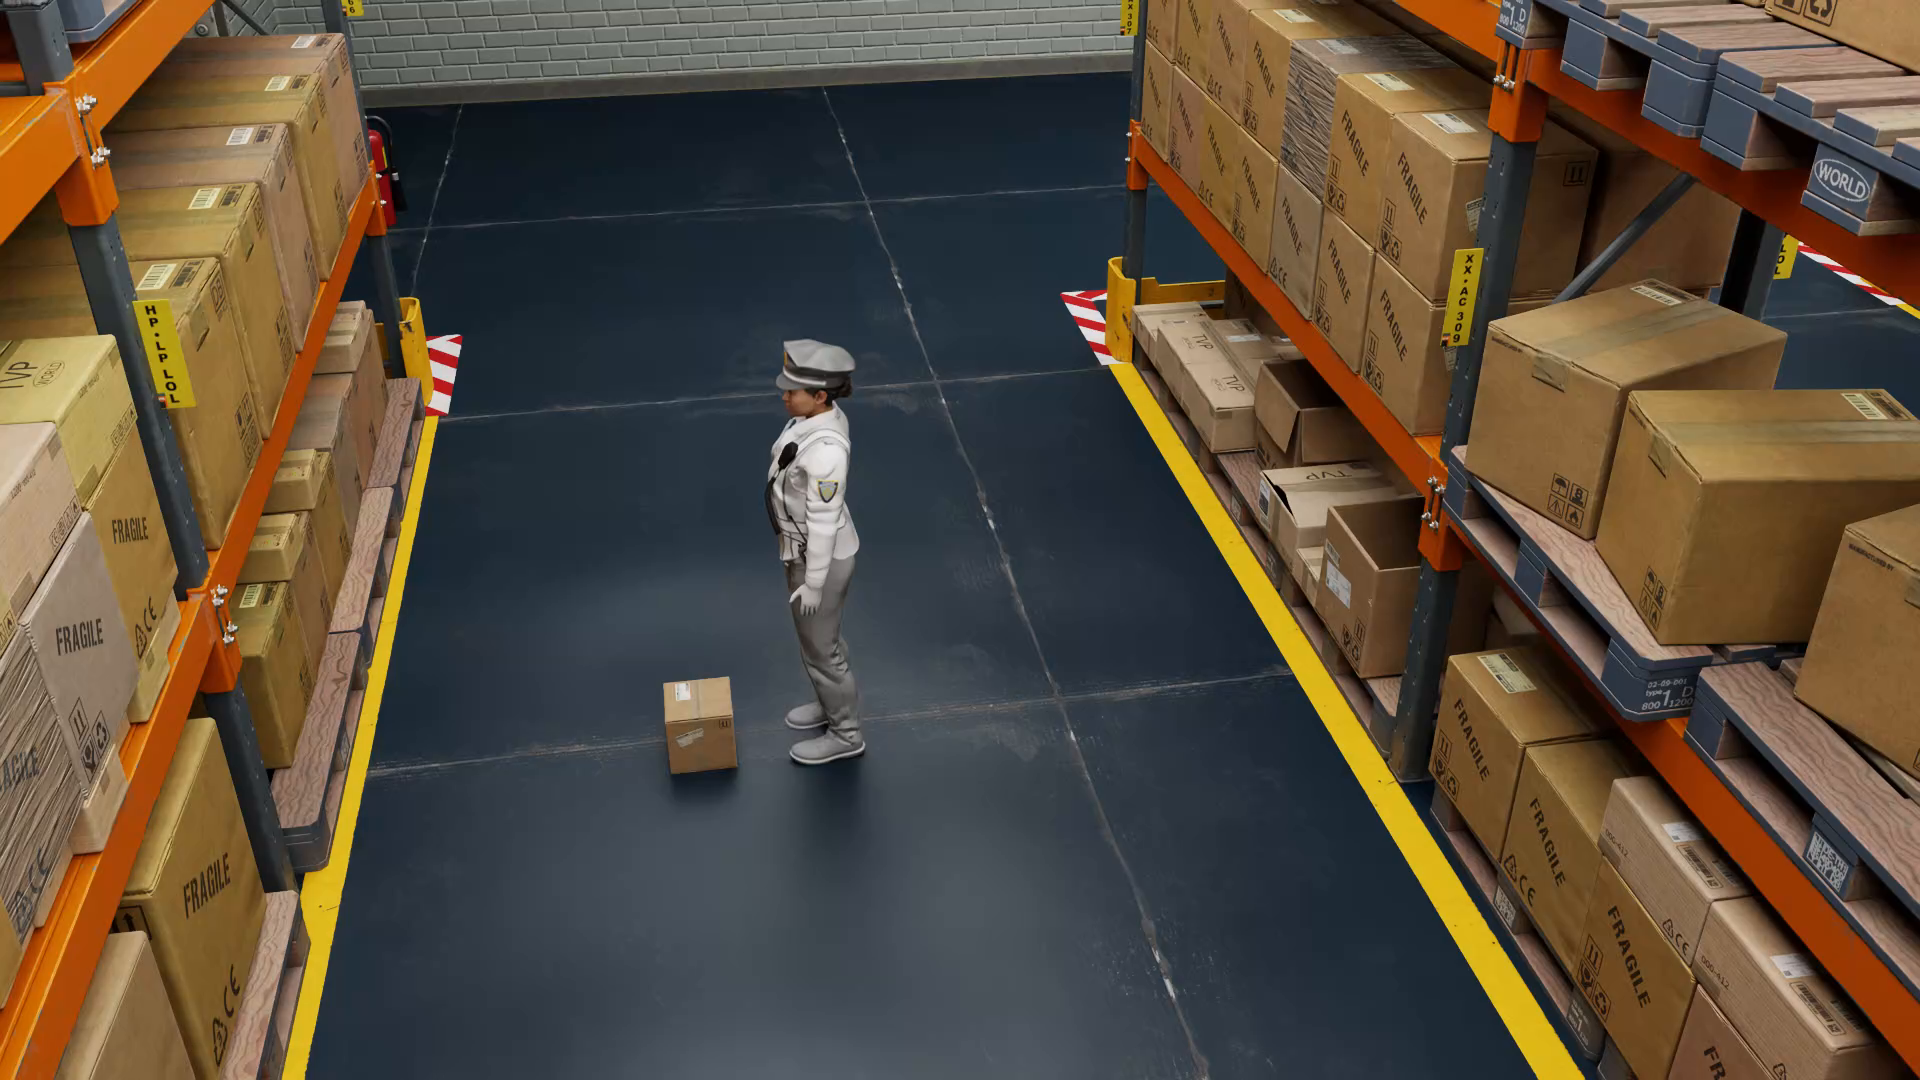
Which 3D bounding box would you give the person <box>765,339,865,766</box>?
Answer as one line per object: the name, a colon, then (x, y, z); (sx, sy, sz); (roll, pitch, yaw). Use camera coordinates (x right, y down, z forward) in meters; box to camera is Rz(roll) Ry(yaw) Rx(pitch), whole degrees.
person: (-0.525, 0.063, 6.021); (0.338, 1.679, 0.466); (-5, 31, -8)
